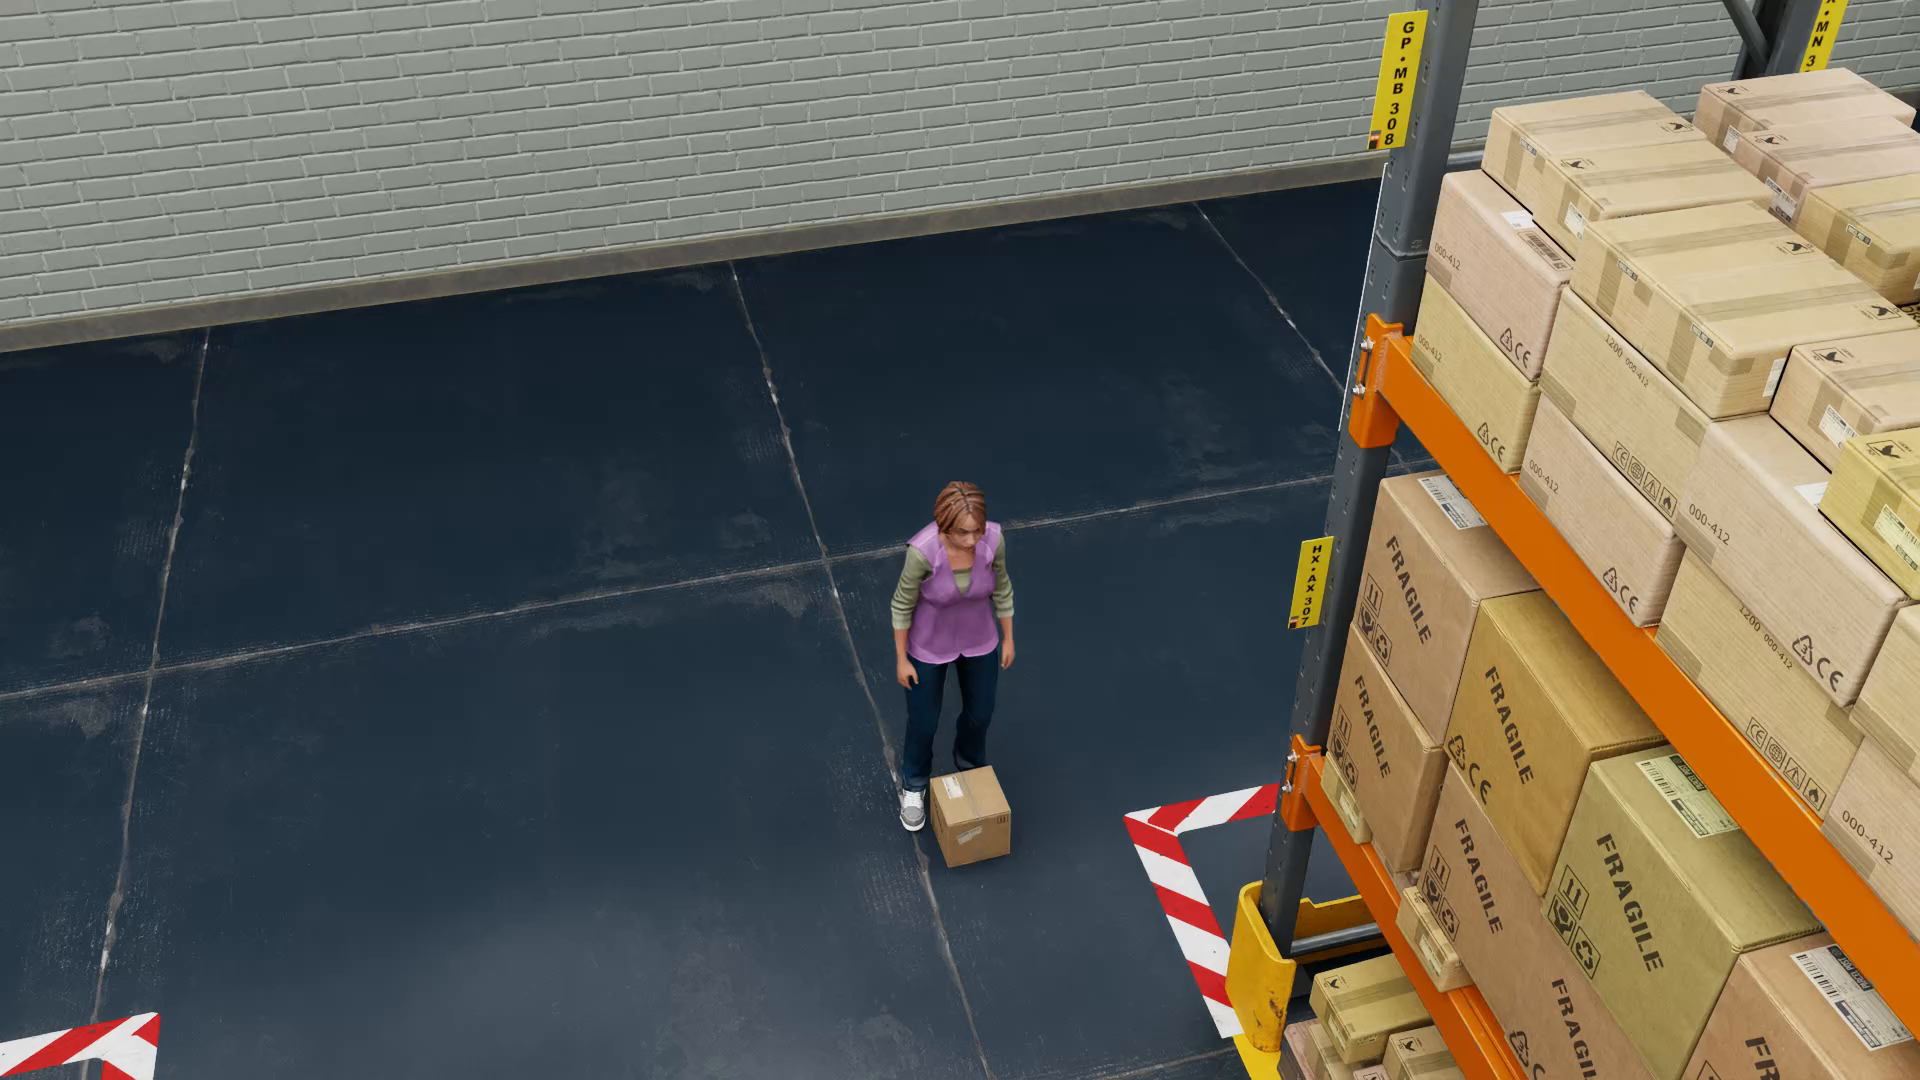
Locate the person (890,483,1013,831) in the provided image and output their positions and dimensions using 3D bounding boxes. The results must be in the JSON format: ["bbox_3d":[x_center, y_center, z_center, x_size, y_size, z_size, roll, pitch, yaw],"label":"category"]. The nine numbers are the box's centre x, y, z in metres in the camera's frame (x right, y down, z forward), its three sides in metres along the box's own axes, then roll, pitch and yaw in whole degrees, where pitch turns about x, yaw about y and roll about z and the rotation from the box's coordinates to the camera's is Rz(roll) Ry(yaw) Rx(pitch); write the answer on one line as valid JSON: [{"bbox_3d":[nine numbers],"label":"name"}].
[{"bbox_3d":[-0.028,0.411,6.209,0.474,1.593,0.347,-10,40,-13],"label":"person"}]
